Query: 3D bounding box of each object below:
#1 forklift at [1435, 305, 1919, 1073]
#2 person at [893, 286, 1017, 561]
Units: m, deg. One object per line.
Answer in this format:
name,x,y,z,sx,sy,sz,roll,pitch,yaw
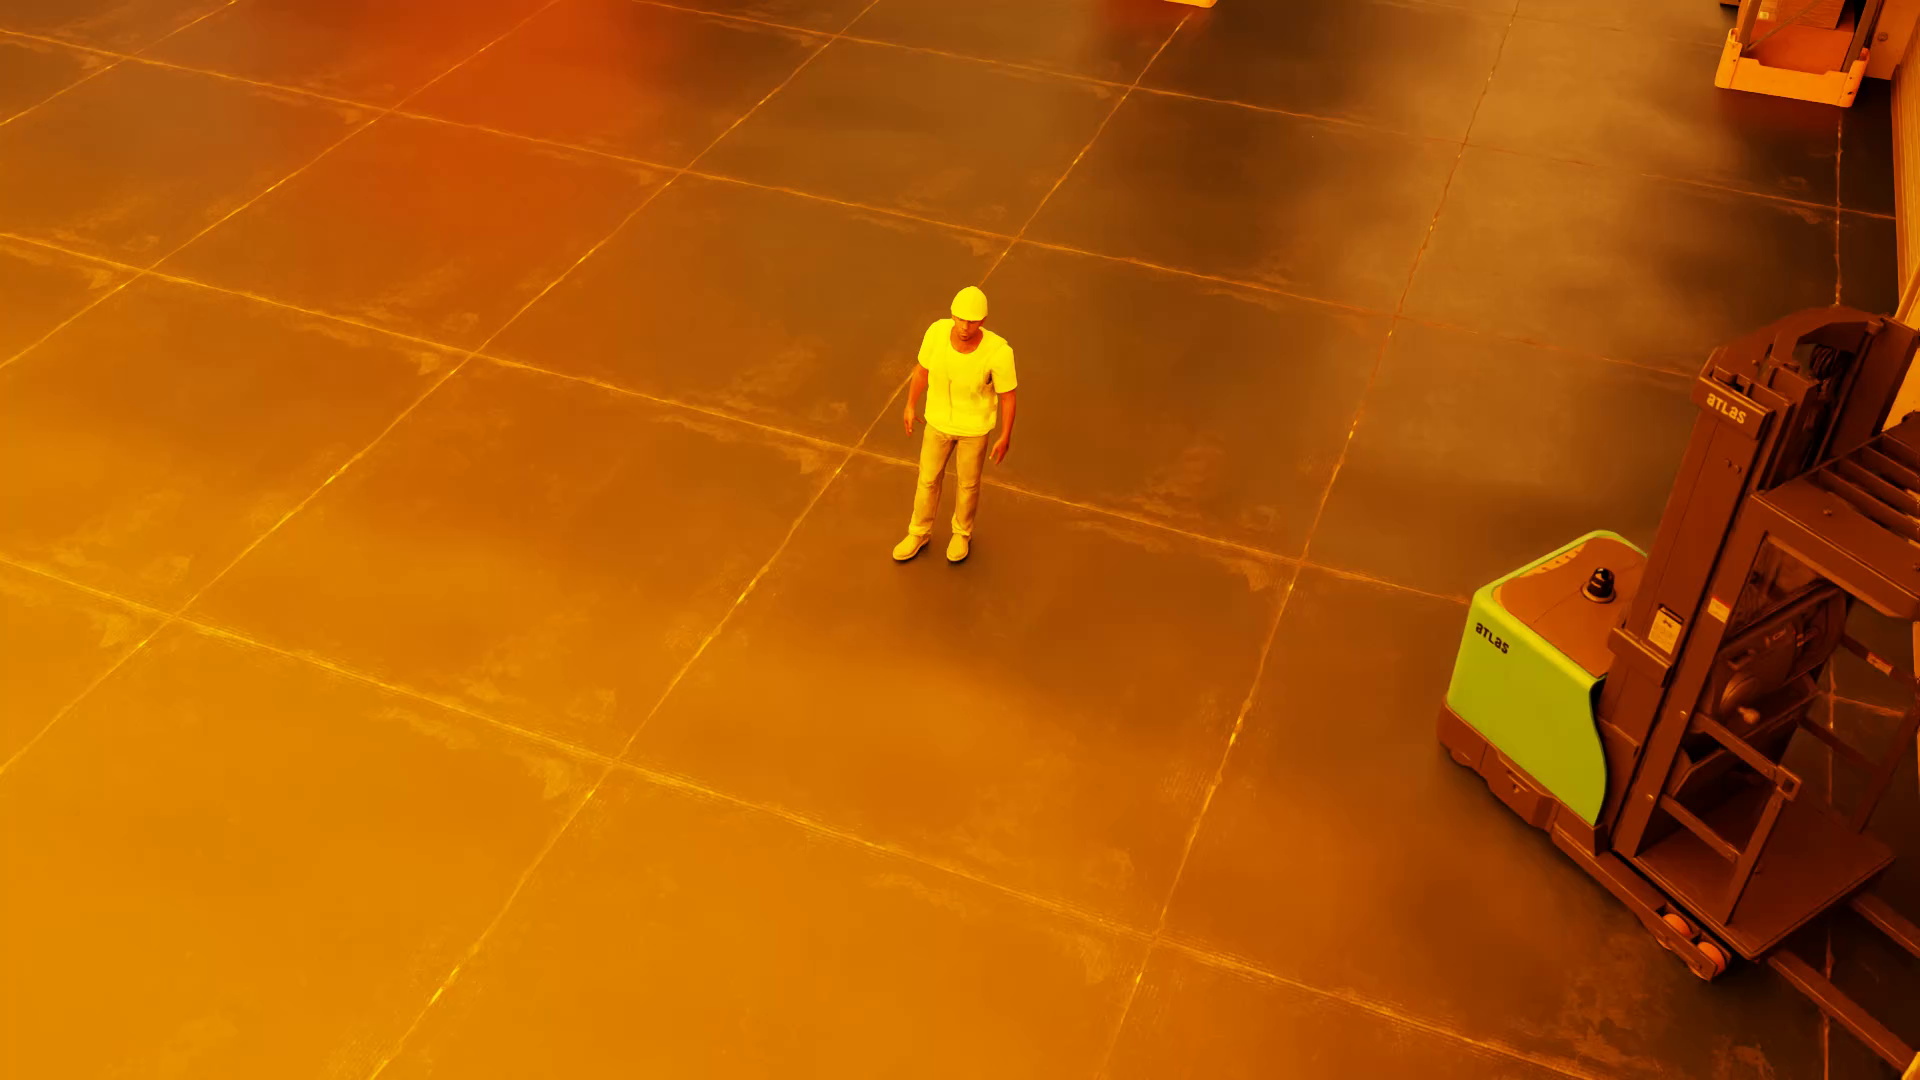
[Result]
forklift,3.771,0.587,7.305,1.130,2.935,3.031,-22,45,-24
person,-0.032,-0.643,9.671,0.665,1.765,0.577,15,42,17
